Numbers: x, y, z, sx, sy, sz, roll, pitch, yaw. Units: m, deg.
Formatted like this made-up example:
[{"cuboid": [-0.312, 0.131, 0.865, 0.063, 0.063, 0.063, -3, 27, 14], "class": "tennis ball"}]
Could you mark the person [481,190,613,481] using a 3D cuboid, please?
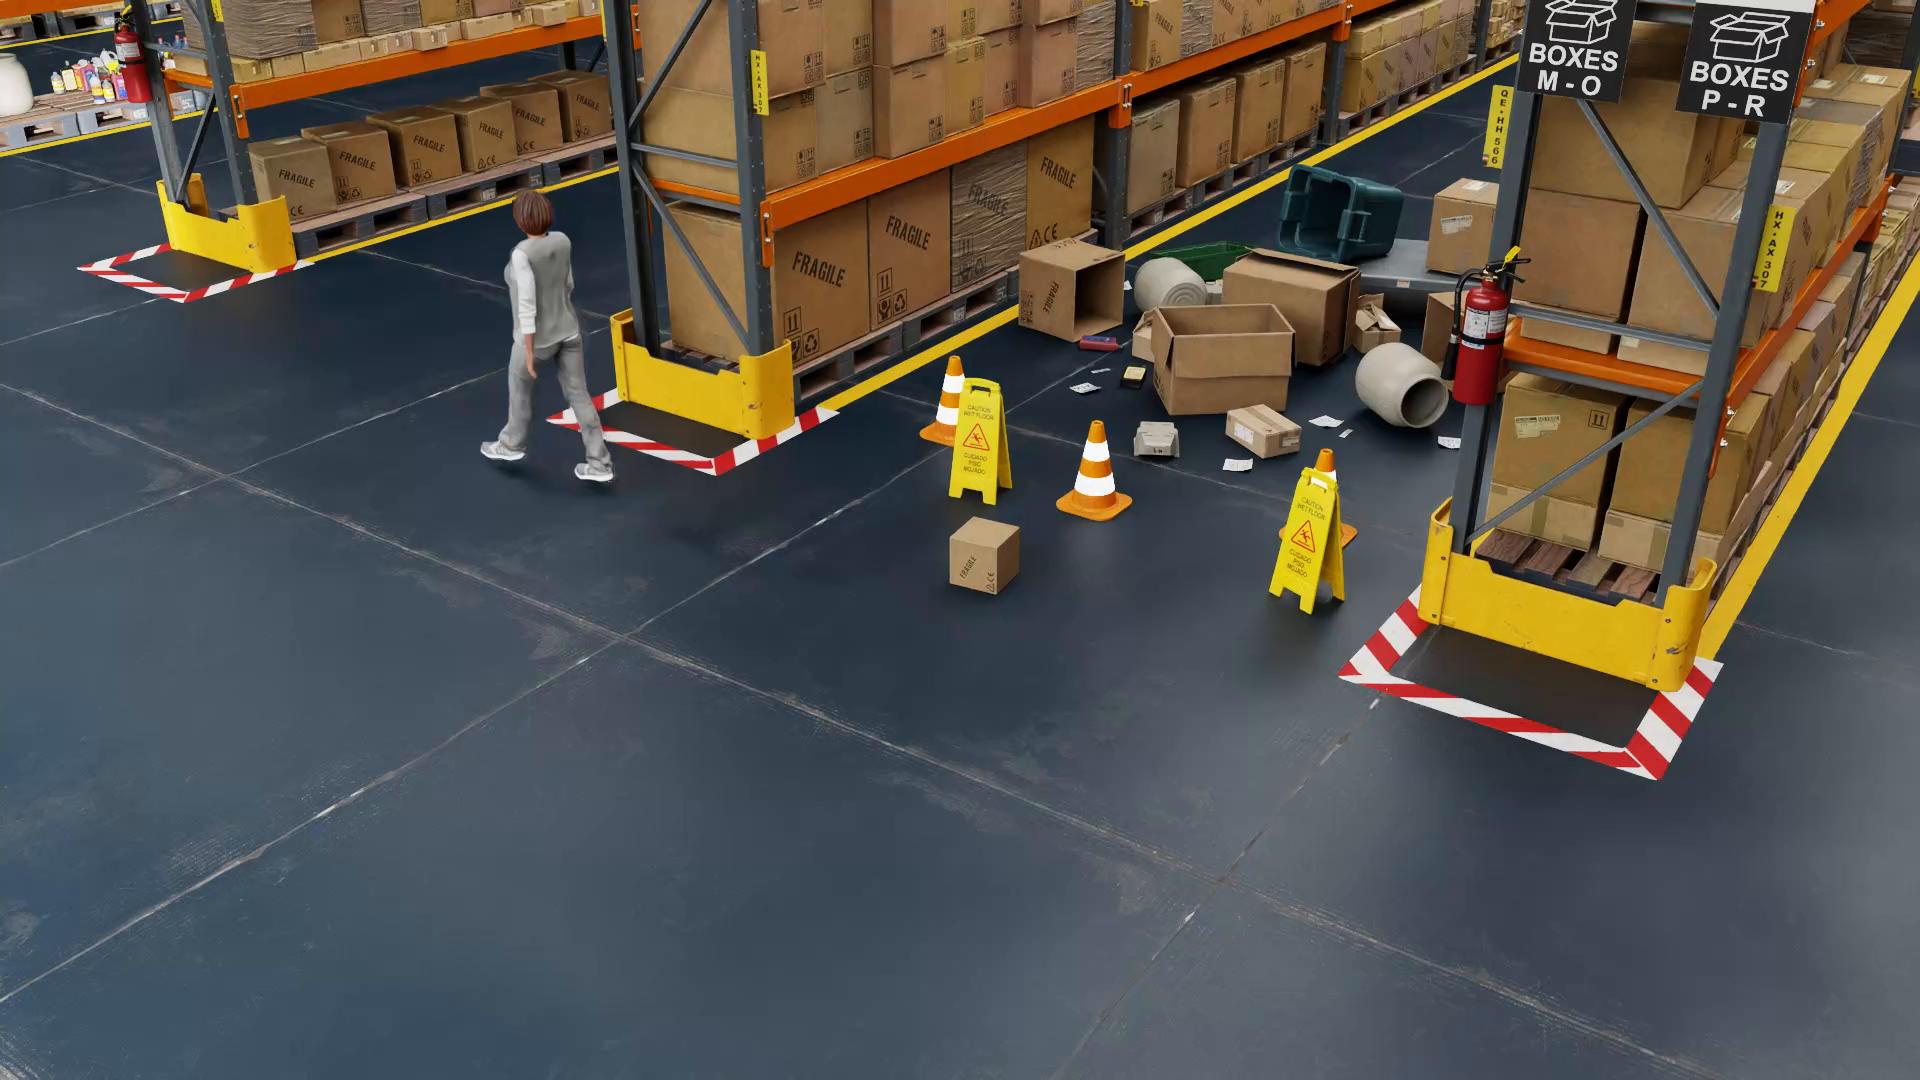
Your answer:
[{"cuboid": [-2.208, -1.092, 8.714, 0.903, 1.549, 0.444, 20, 33, 33], "class": "person"}]
